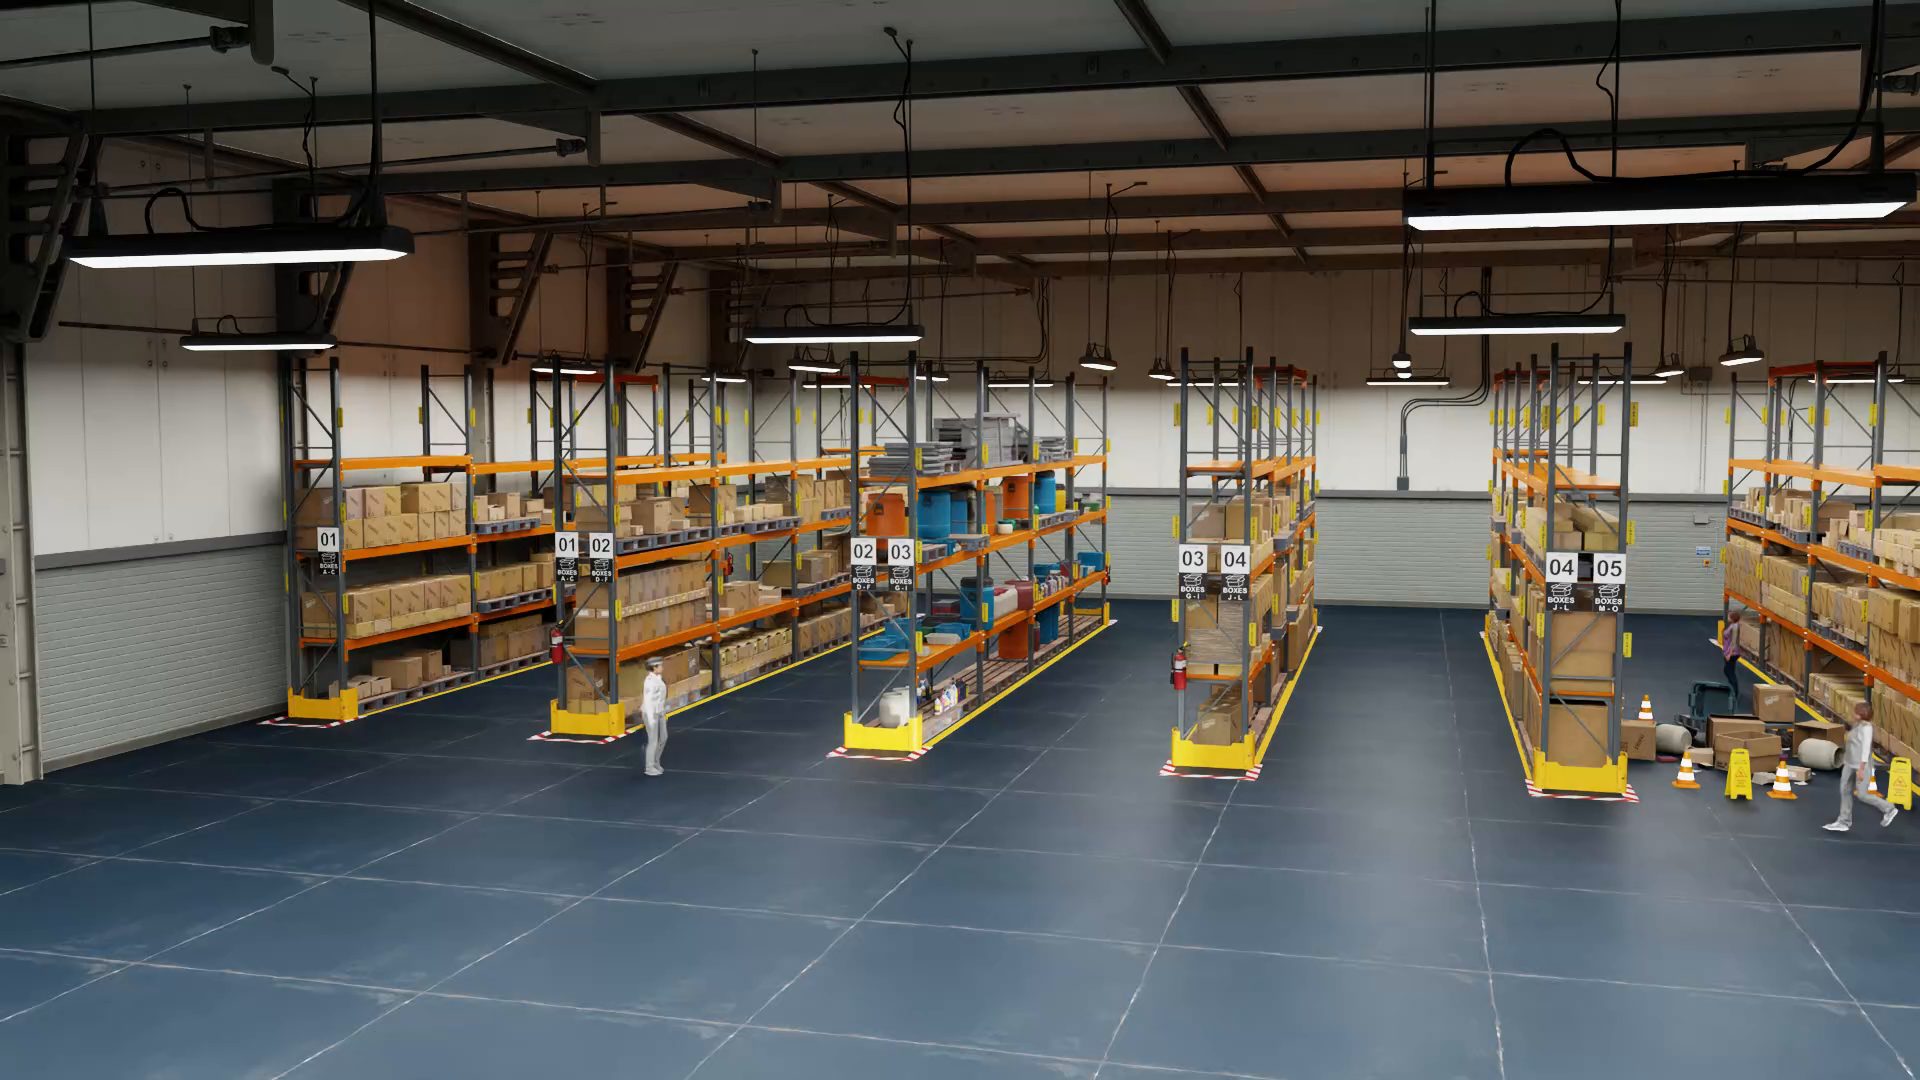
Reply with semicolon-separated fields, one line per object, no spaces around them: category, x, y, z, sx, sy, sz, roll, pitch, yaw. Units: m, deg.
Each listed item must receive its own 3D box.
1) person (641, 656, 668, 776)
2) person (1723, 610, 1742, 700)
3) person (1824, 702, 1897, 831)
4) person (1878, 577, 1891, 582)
person;-4.312;2.489;23.399;0.345;1.735;0.572;1;4;8
person;13.684;2.062;29.514;0.337;1.635;0.448;4;6;43
person;10.889;2.739;20.043;0.753;1.577;0.407;0;4;-6
person;20.884;1.374;37.507;1.049;1.735;0.622;1;4;8
